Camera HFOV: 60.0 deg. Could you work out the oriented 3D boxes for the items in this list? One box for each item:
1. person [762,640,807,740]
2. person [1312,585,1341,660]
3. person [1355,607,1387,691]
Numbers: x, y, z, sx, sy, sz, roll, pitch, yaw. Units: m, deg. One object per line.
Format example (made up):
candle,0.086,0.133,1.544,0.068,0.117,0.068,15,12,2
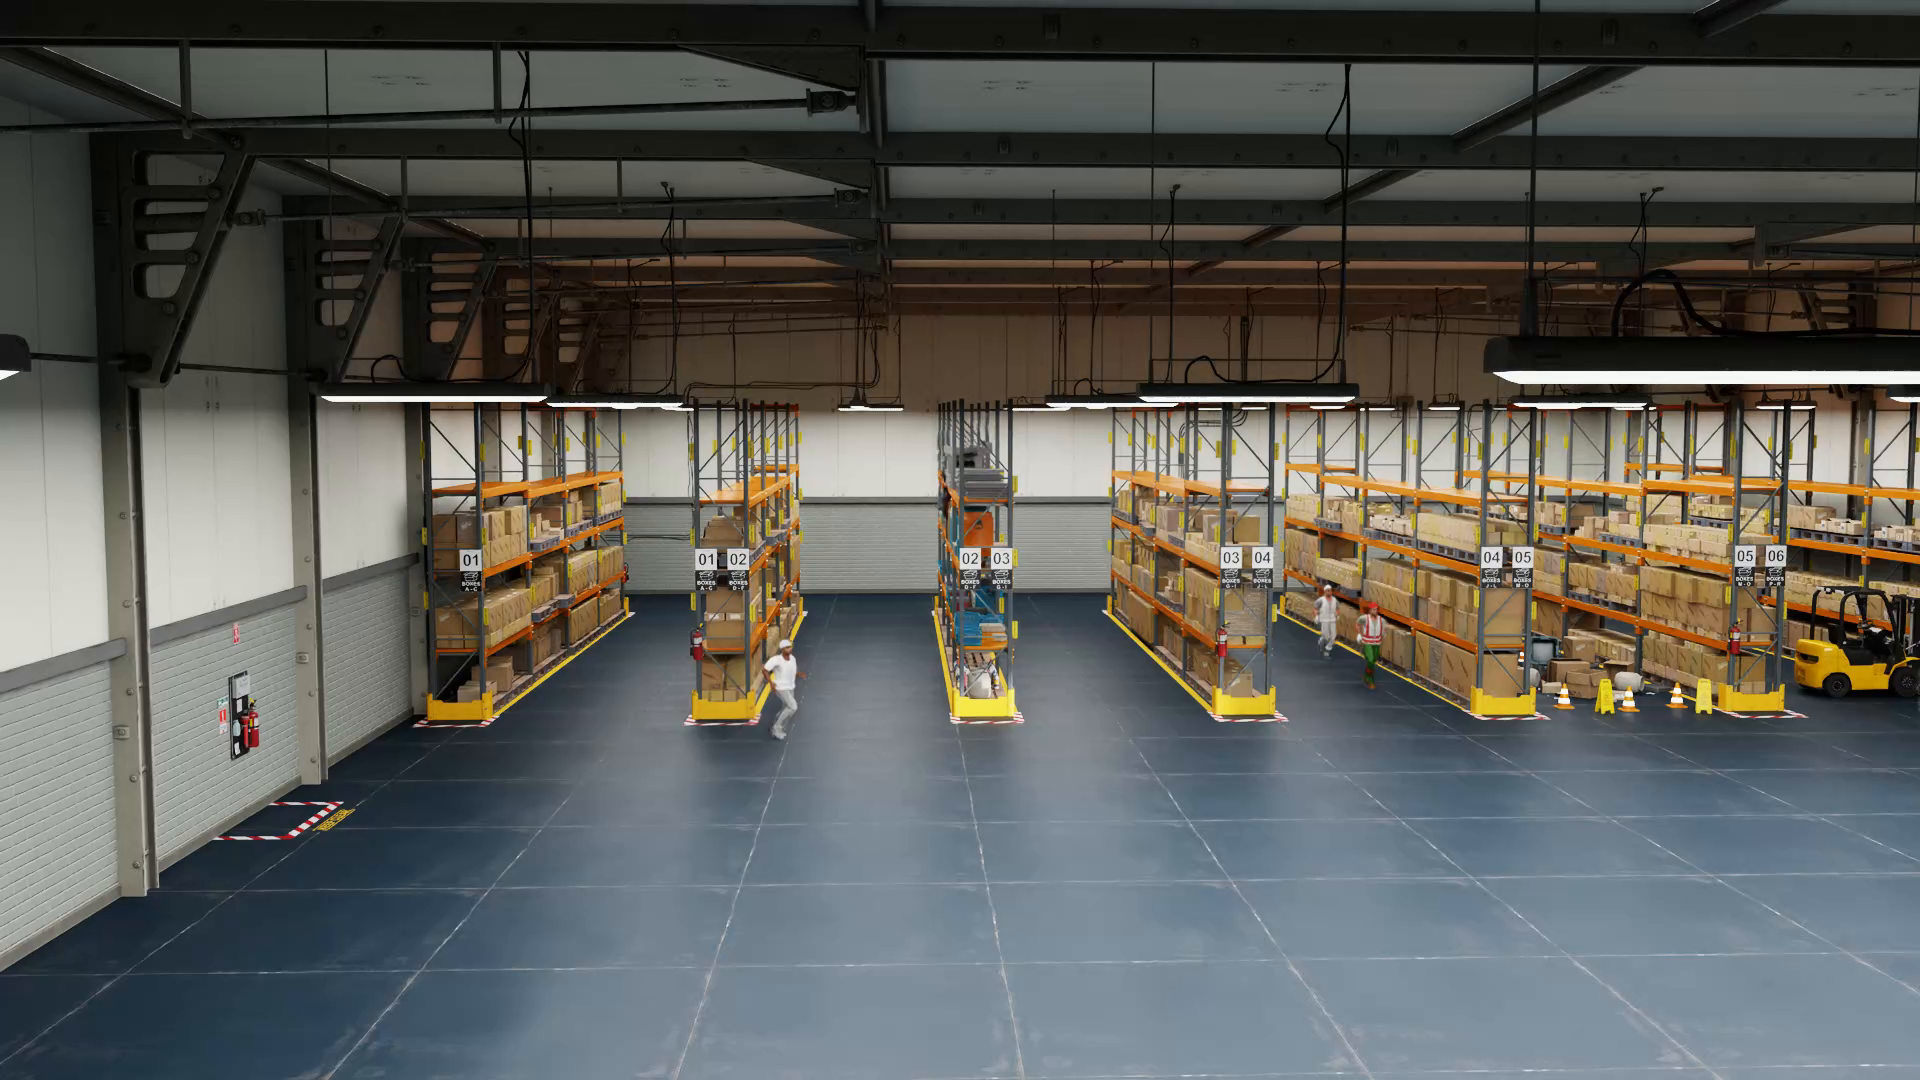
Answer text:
person,-3.044,2.631,29.261,0.669,1.757,0.669,2,5,30
person,8.566,1.917,38.698,0.657,1.735,0.594,-1,4,-9
person,8.606,2.226,34.764,0.573,1.783,0.912,-1,4,-12
